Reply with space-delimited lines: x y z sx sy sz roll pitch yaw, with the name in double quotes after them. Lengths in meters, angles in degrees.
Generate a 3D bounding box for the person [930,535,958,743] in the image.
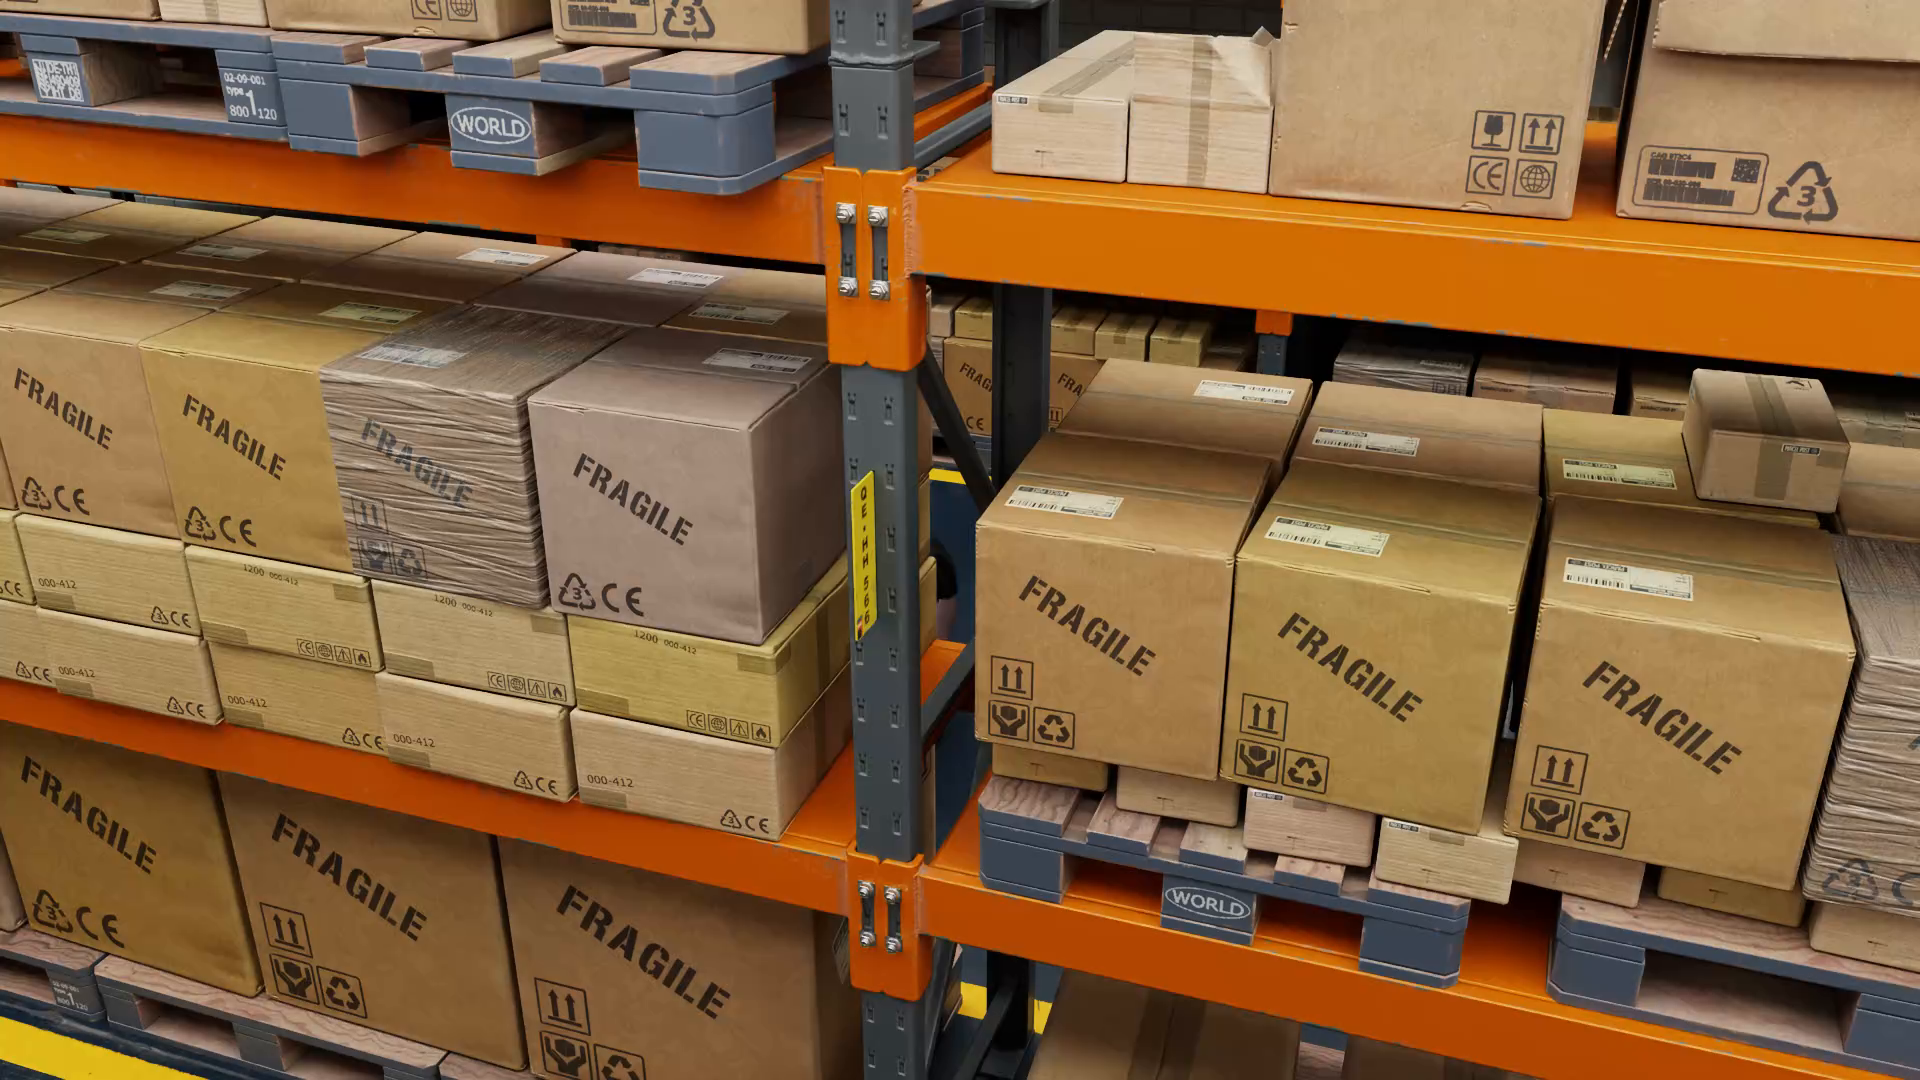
-0.293 0.358 6.285 0.509 0.959 0.894 8 27 16 "person"
